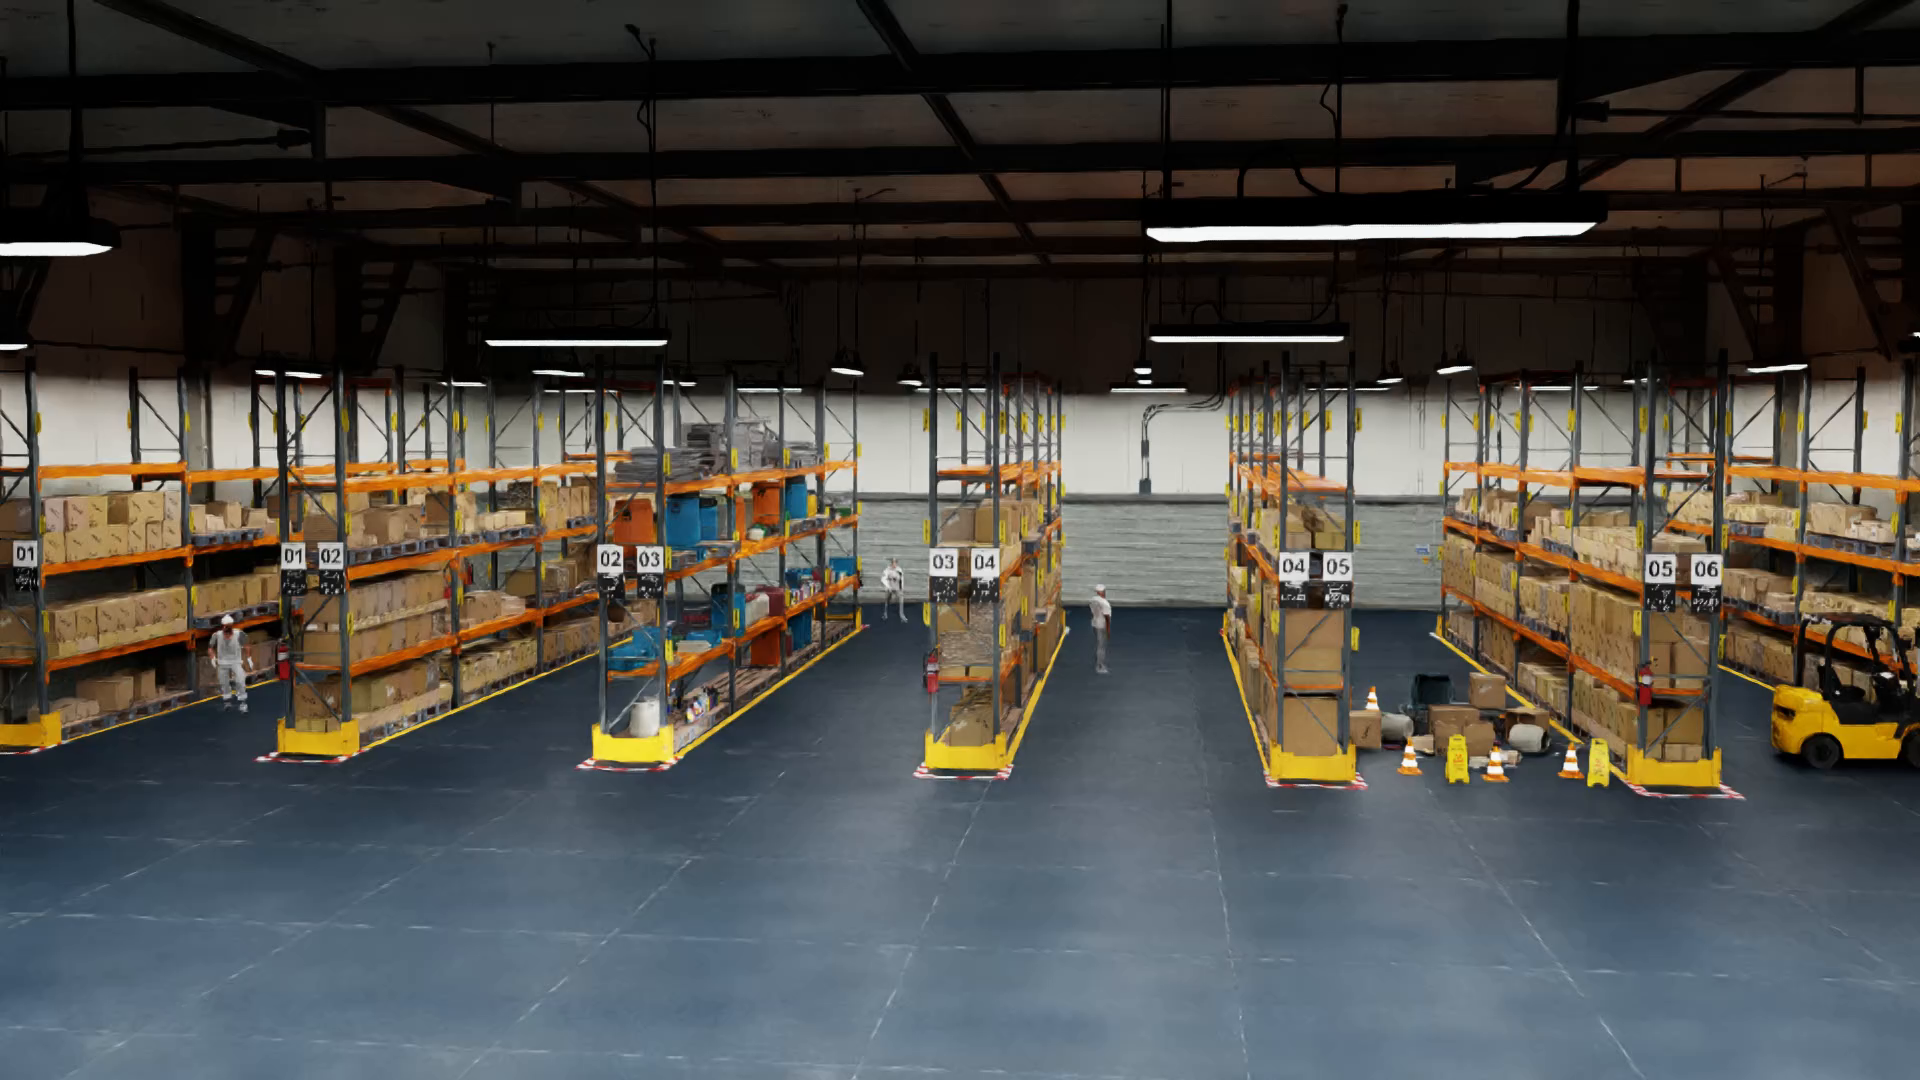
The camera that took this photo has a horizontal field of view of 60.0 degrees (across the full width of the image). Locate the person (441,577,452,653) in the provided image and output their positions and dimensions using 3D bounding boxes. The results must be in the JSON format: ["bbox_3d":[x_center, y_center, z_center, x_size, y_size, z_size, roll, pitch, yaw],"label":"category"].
[{"bbox_3d":[-11.156,1.614,36.051,0.542,1.645,1.126,1,4,9],"label":"person"}]

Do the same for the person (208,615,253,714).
[{"bbox_3d":[-12.474,2.122,28.453,0.685,1.722,0.805,-1,4,-12],"label":"person"}]

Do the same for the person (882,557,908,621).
[{"bbox_3d":[-1.672,1.223,41.971,0.639,1.610,0.807,-1,4,-10],"label":"person"}]

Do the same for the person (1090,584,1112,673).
[{"bbox_3d":[2.857,1.750,33.248,0.446,1.766,0.628,-2,4,-25],"label":"person"}]
